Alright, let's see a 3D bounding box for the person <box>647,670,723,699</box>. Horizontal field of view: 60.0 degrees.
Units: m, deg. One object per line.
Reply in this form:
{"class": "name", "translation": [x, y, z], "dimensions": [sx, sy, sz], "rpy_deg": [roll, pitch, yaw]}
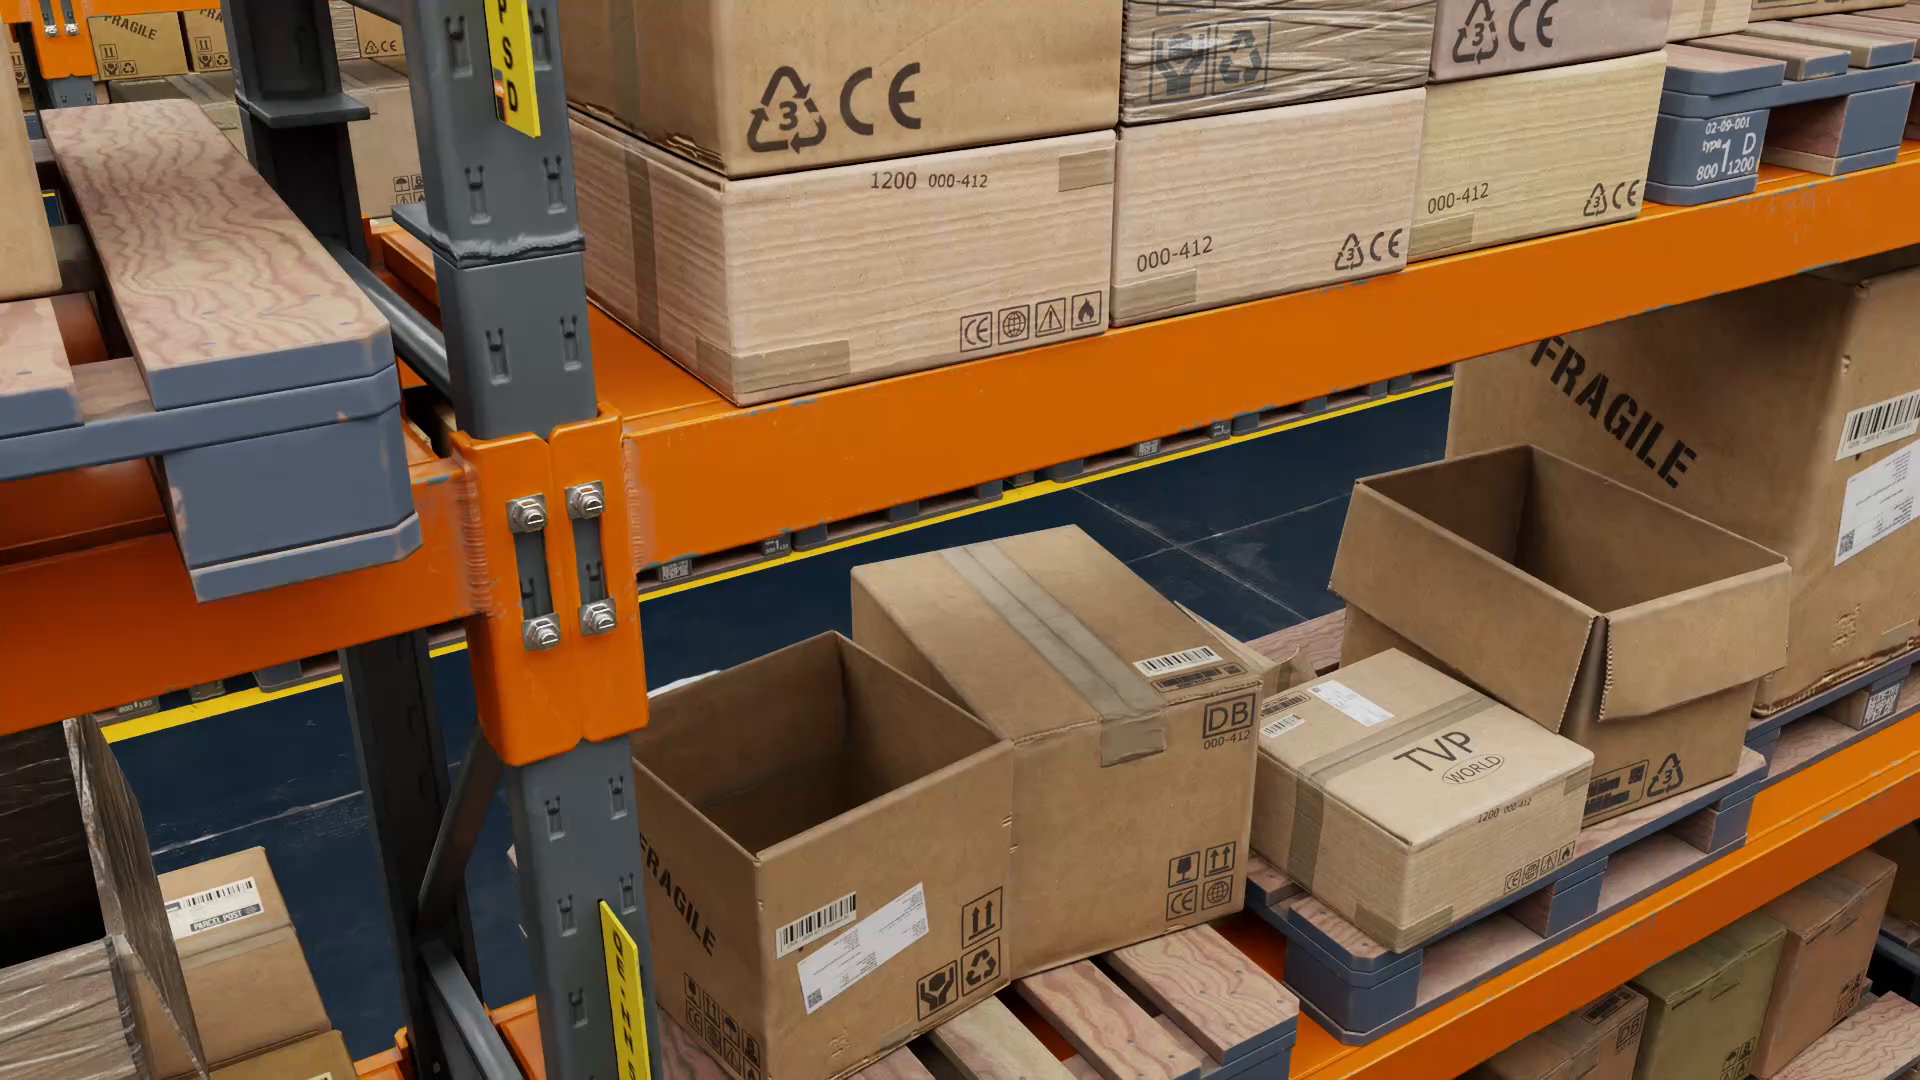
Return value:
{"class": "person", "translation": [-0.809, 0.878, 5.009], "dimensions": [0.866, 1.025, 0.466], "rpy_deg": [-17, 30, -32]}
